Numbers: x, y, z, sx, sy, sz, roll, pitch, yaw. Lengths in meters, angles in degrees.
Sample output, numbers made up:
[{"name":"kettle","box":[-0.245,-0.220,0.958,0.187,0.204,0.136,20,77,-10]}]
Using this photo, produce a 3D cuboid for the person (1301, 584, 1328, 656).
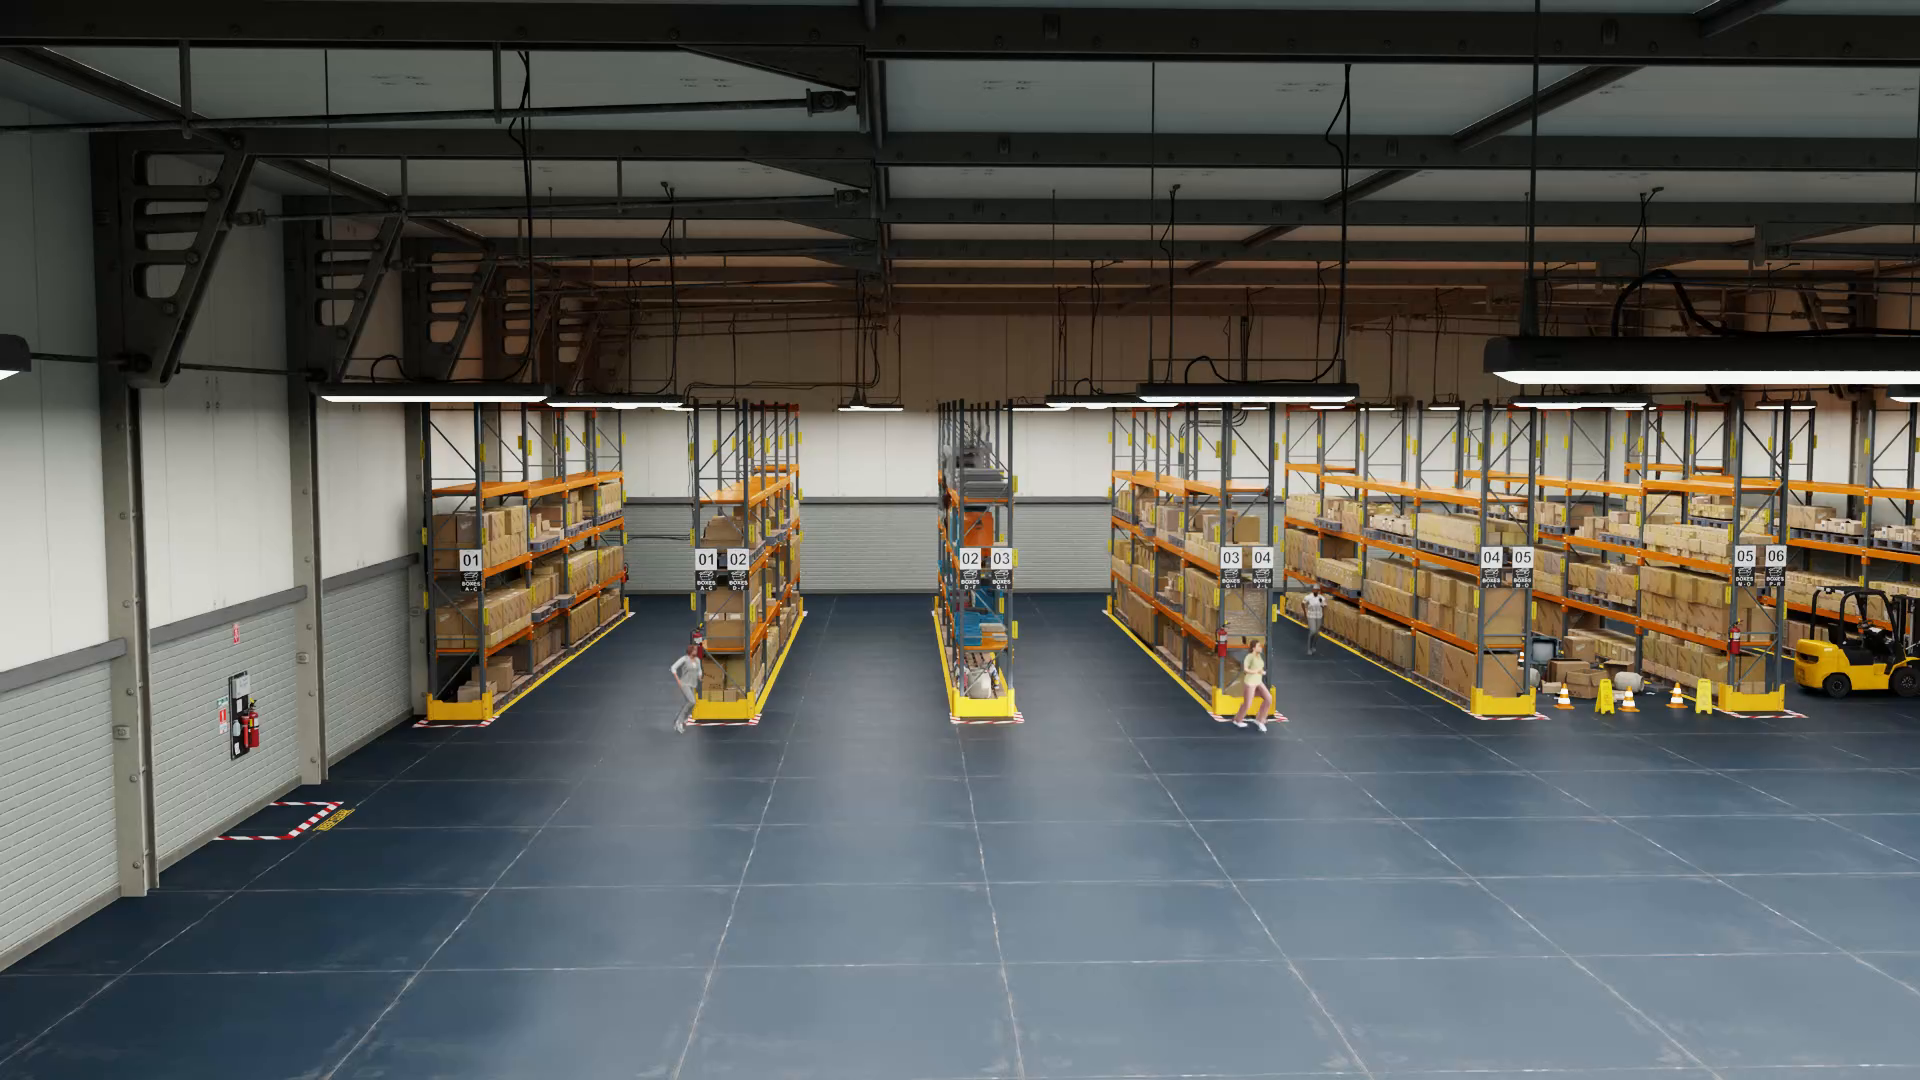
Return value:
[{"name":"person","box":[8.446,1.888,39.509,0.571,1.736,0.718,0,4,-4]}]

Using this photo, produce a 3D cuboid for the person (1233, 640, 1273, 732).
[{"name":"person","box":[5.278,2.621,30.053,0.601,1.670,0.759,-4,6,-42]}]

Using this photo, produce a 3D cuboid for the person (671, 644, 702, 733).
[{"name":"person","box":[-4.896,2.664,30.000,0.596,1.573,0.569,3,5,36]}]
